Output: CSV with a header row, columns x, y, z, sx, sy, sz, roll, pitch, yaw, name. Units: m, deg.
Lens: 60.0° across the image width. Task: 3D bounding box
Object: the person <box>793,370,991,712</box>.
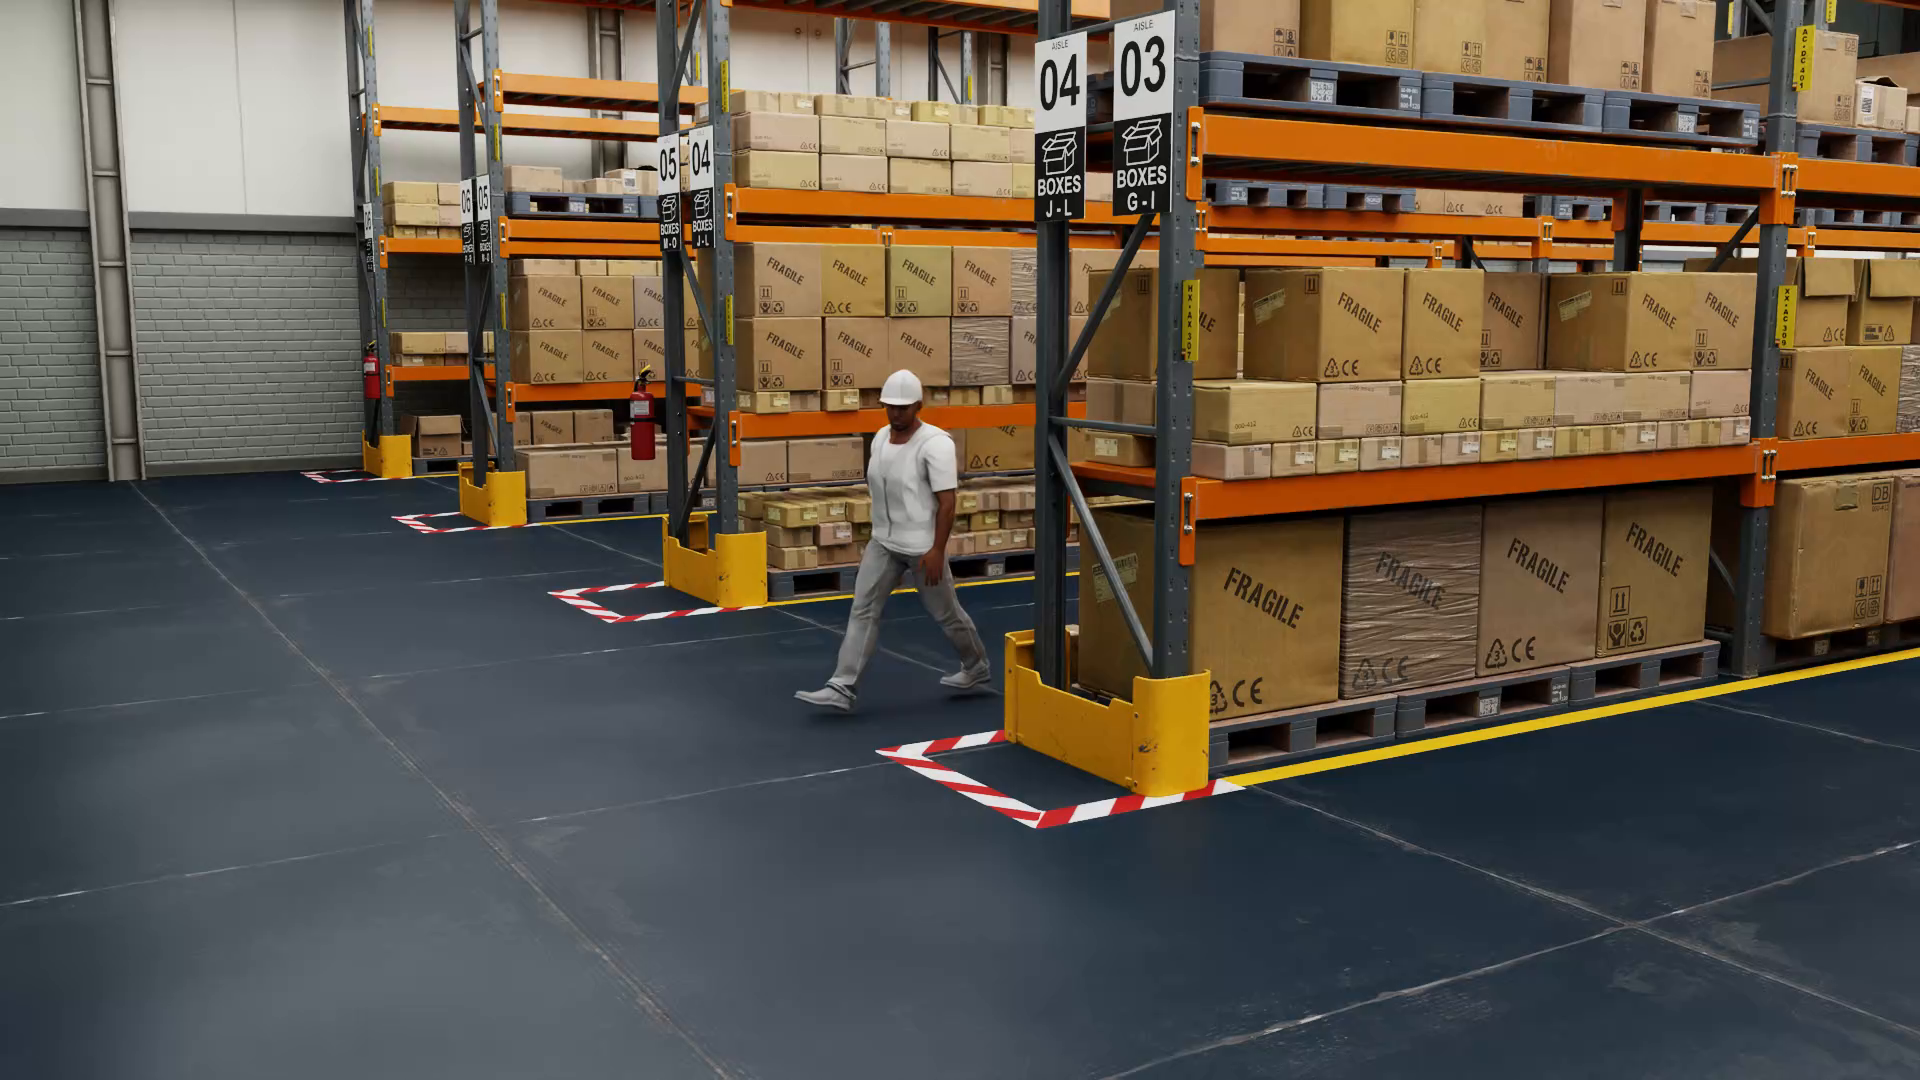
x,y,z,sx,sy,sz,roll,pitch,yaw,name
-0.297,-0.002,8.358,0.661,1.700,1.113,7,11,40,person
